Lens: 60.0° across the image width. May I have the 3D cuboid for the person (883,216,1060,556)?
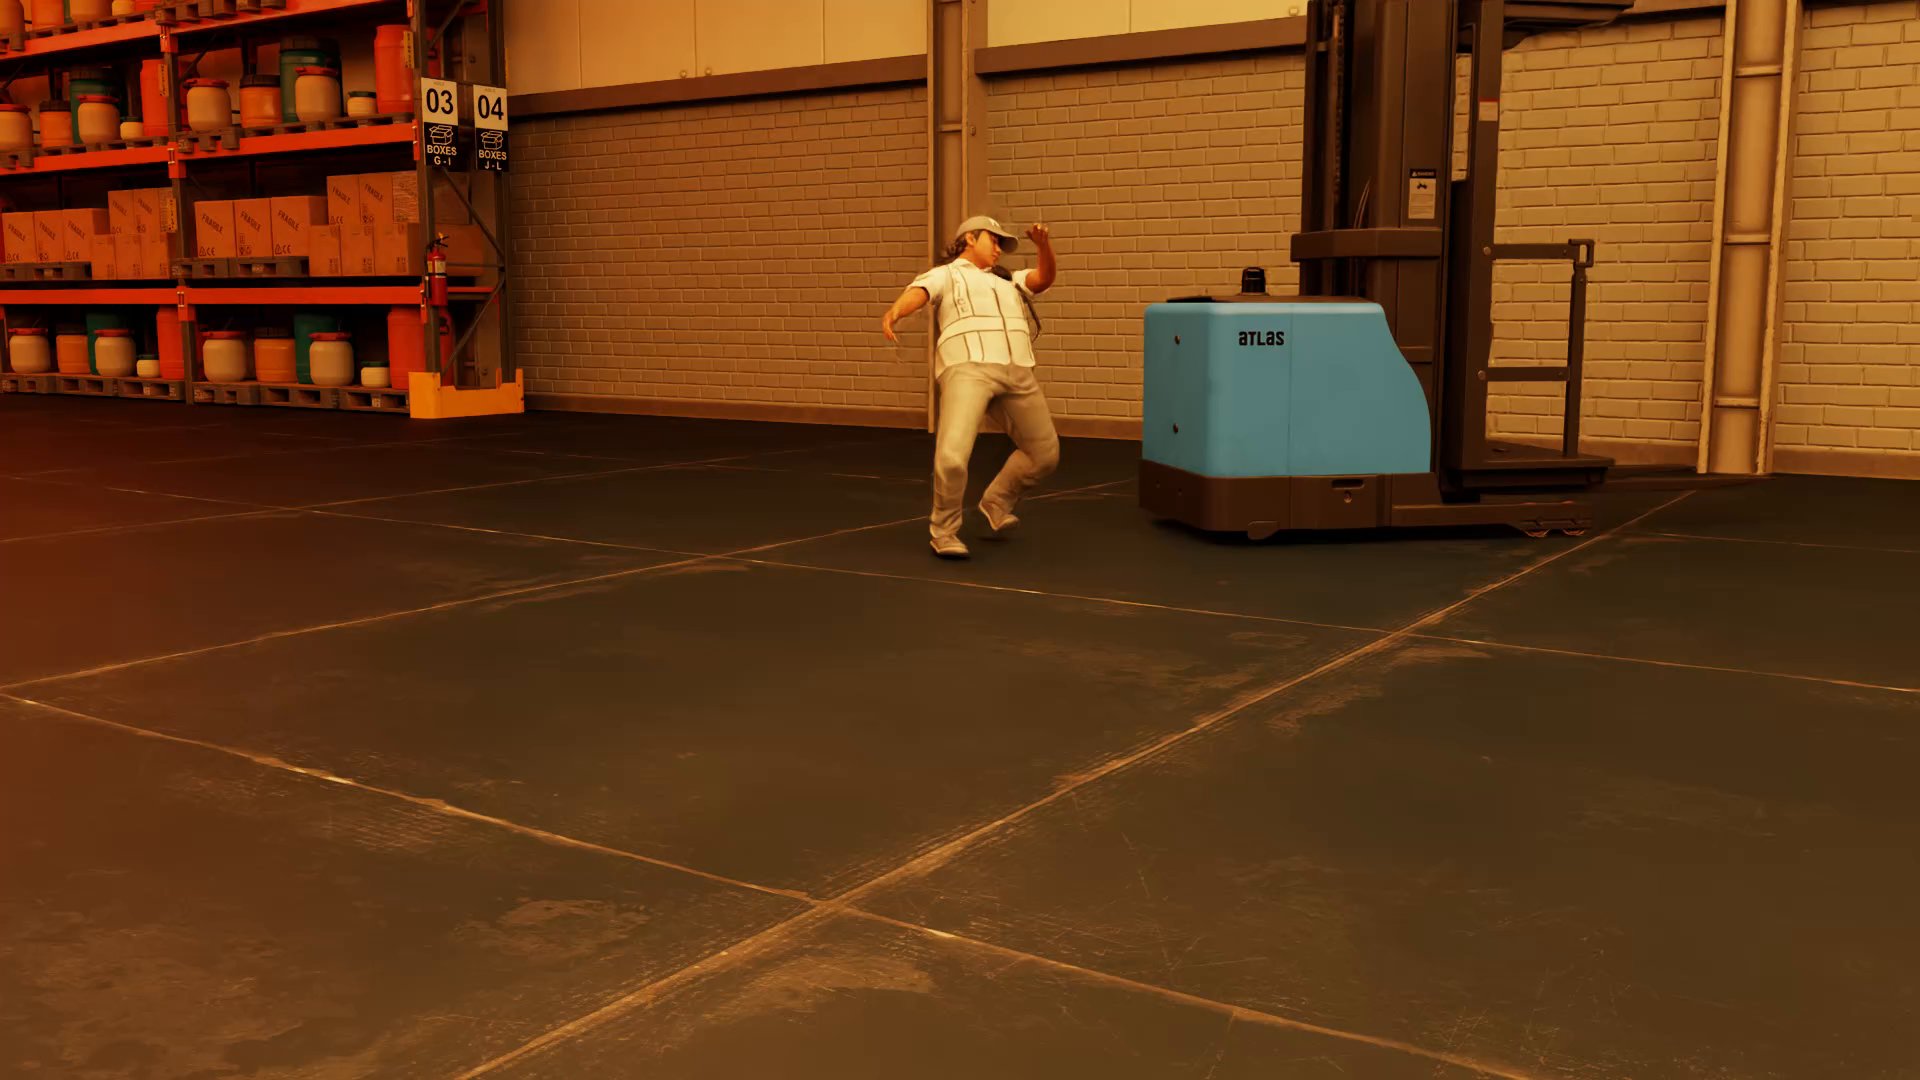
[{"bbox_3d":[0.031,-0.663,7.068,0.975,1.441,0.724,-7,11,-41],"label":"person"}]

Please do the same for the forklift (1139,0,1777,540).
[{"bbox_3d":[2.460,-1.532,7.968,3.031,2.935,1.130,-2,8,-13],"label":"forklift"}]
